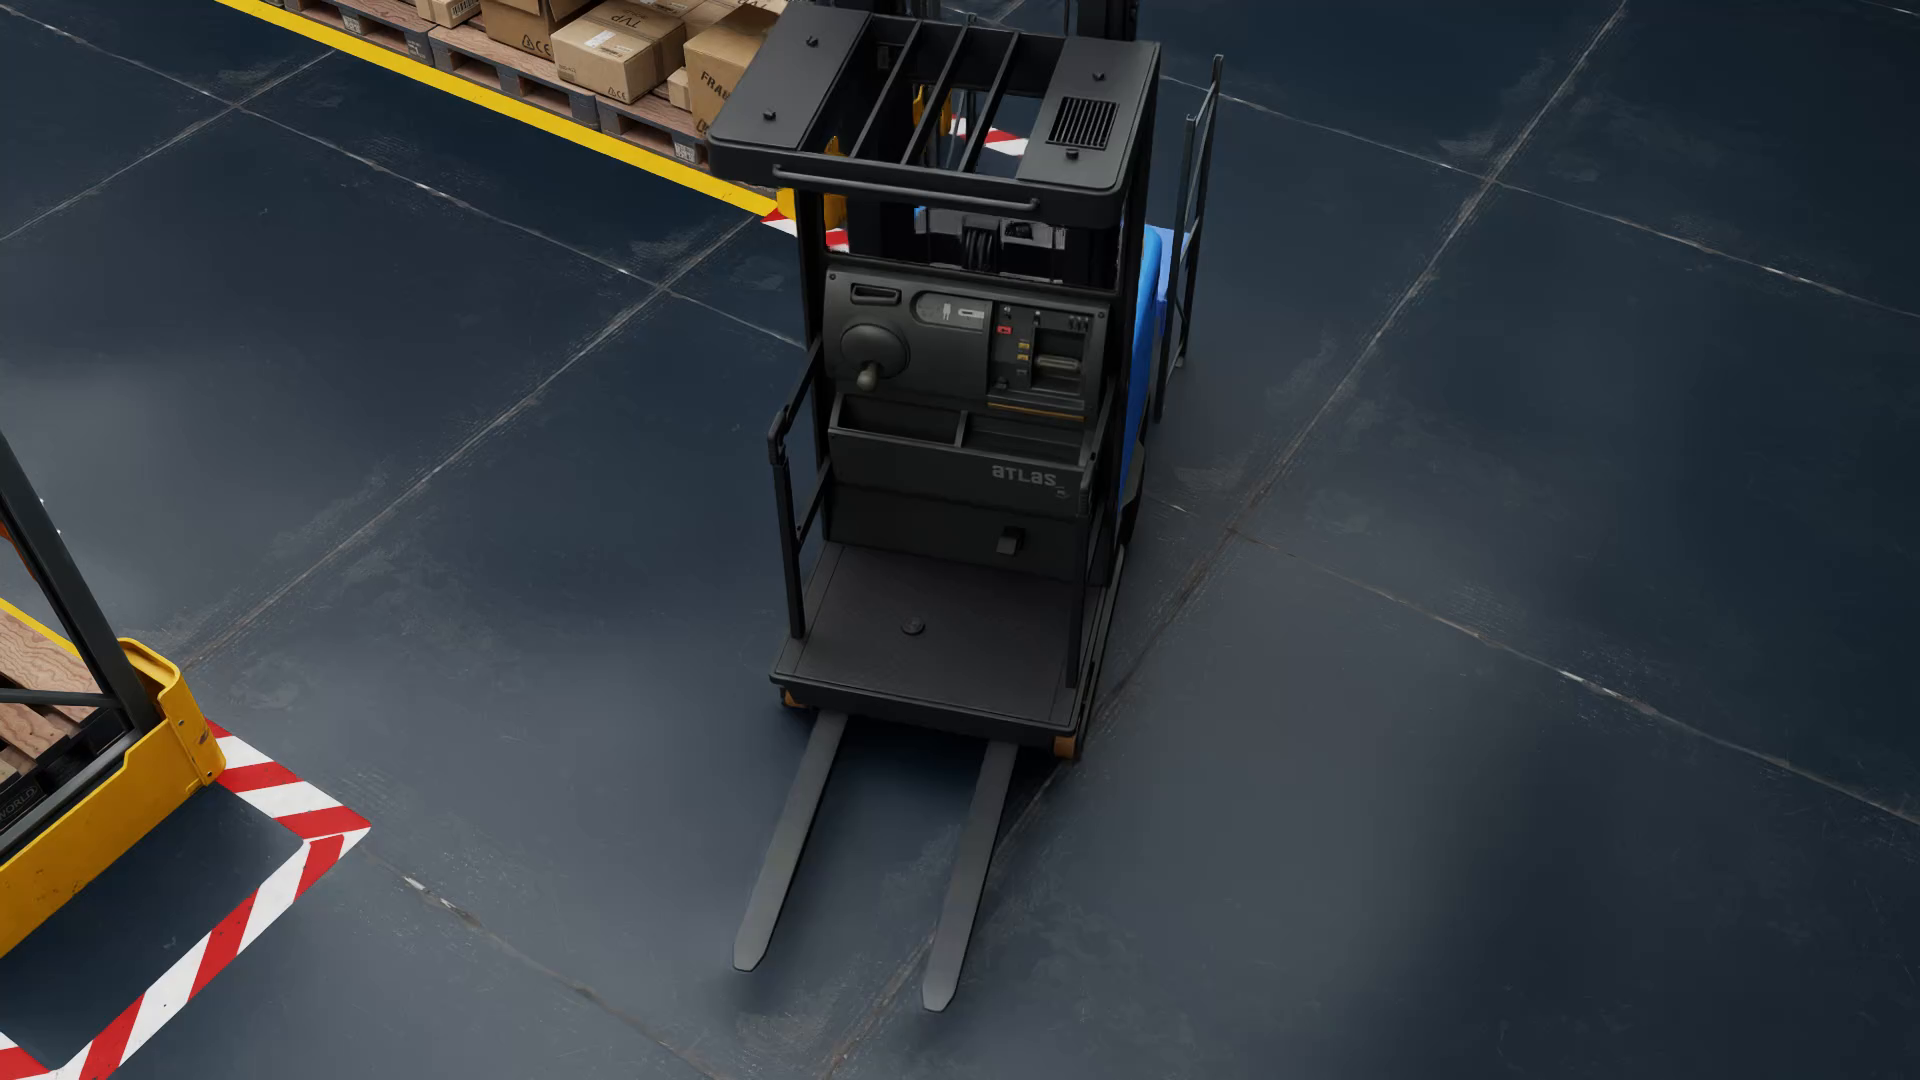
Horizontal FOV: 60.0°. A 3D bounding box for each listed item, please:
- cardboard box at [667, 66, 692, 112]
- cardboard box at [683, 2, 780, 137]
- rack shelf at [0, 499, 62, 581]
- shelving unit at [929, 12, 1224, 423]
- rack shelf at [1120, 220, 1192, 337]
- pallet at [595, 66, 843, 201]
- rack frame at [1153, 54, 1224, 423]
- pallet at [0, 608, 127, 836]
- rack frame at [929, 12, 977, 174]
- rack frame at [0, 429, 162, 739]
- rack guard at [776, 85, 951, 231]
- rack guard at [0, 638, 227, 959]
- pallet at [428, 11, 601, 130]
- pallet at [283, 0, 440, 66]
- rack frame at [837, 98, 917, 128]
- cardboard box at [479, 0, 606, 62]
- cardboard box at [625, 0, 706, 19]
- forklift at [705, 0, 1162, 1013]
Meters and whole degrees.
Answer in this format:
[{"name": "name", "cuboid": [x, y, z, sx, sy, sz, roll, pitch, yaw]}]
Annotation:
[{"name": "cardboard box", "cuboid": [-1.299, -2.389, 8.648, 0.250, 0.166, 0.380, 25, 51, 22]}, {"name": "cardboard box", "cuboid": [-1.007, -2.294, 8.324, 0.500, 0.500, 0.500, 25, 51, 22]}, {"name": "rack shelf", "cuboid": [-4.777, -0.485, 5.631, 4.000, 0.370, 1.077, 25, 51, 22]}, {"name": "shelving unit", "cuboid": [0.455, -1.324, 6.990, 1.048, 1.500, 0.538, 14, 47, 13]}, {"name": "rack shelf", "cuboid": [0.455, -1.198, 7.119, 1.000, 0.185, 0.538, 14, 47, 13]}, {"name": "pallet", "cuboid": [-1.152, -2.315, 8.853, 1.213, 0.211, 1.003, 25, 51, 22]}, {"name": "rack frame", "cuboid": [0.935, -1.206, 6.876, 0.032, 1.500, 0.500, 14, 47, 13]}, {"name": "pallet", "cuboid": [-3.767, 0.668, 5.954, 1.213, 0.211, 1.003, 25, 51, 22]}, {"name": "rack frame", "cuboid": [-0.026, -1.442, 7.105, 0.032, 1.500, 0.500, 14, 47, 13]}, {"name": "rack frame", "cuboid": [-3.094, 0.039, 4.620, 0.127, 3.000, 1.000, 25, 51, 22]}, {"name": "rack guard", "cuboid": [-0.480, -2.108, 8.450, 0.348, 0.500, 1.175, 25, 51, 22]}, {"name": "rack guard", "cuboid": [-3.067, 0.912, 5.515, 0.348, 0.500, 1.175, 25, 51, 22]}, {"name": "pallet", "cuboid": [-2.175, -2.788, 9.312, 1.213, 0.211, 1.003, 25, 51, 22]}, {"name": "pallet", "cuboid": [-3.206, -3.260, 9.771, 1.213, 0.211, 1.003, 25, 51, 22]}, {"name": "rack frame", "cuboid": [-0.415, -2.952, 7.527, 0.053, 2.616, 0.949, 25, 51, 22]}, {"name": "cardboard box", "cuboid": [-2.199, -3.057, 9.063, 0.637, 0.503, 0.797, 25, 51, 22]}, {"name": "cardboard box", "cuboid": [-1.563, -2.914, 9.100, 0.500, 0.250, 0.500, 25, 51, 22]}, {"name": "forklift", "cuboid": [-0.035, -0.543, 5.234, 1.130, 2.935, 3.031, 9, 47, 9]}]
